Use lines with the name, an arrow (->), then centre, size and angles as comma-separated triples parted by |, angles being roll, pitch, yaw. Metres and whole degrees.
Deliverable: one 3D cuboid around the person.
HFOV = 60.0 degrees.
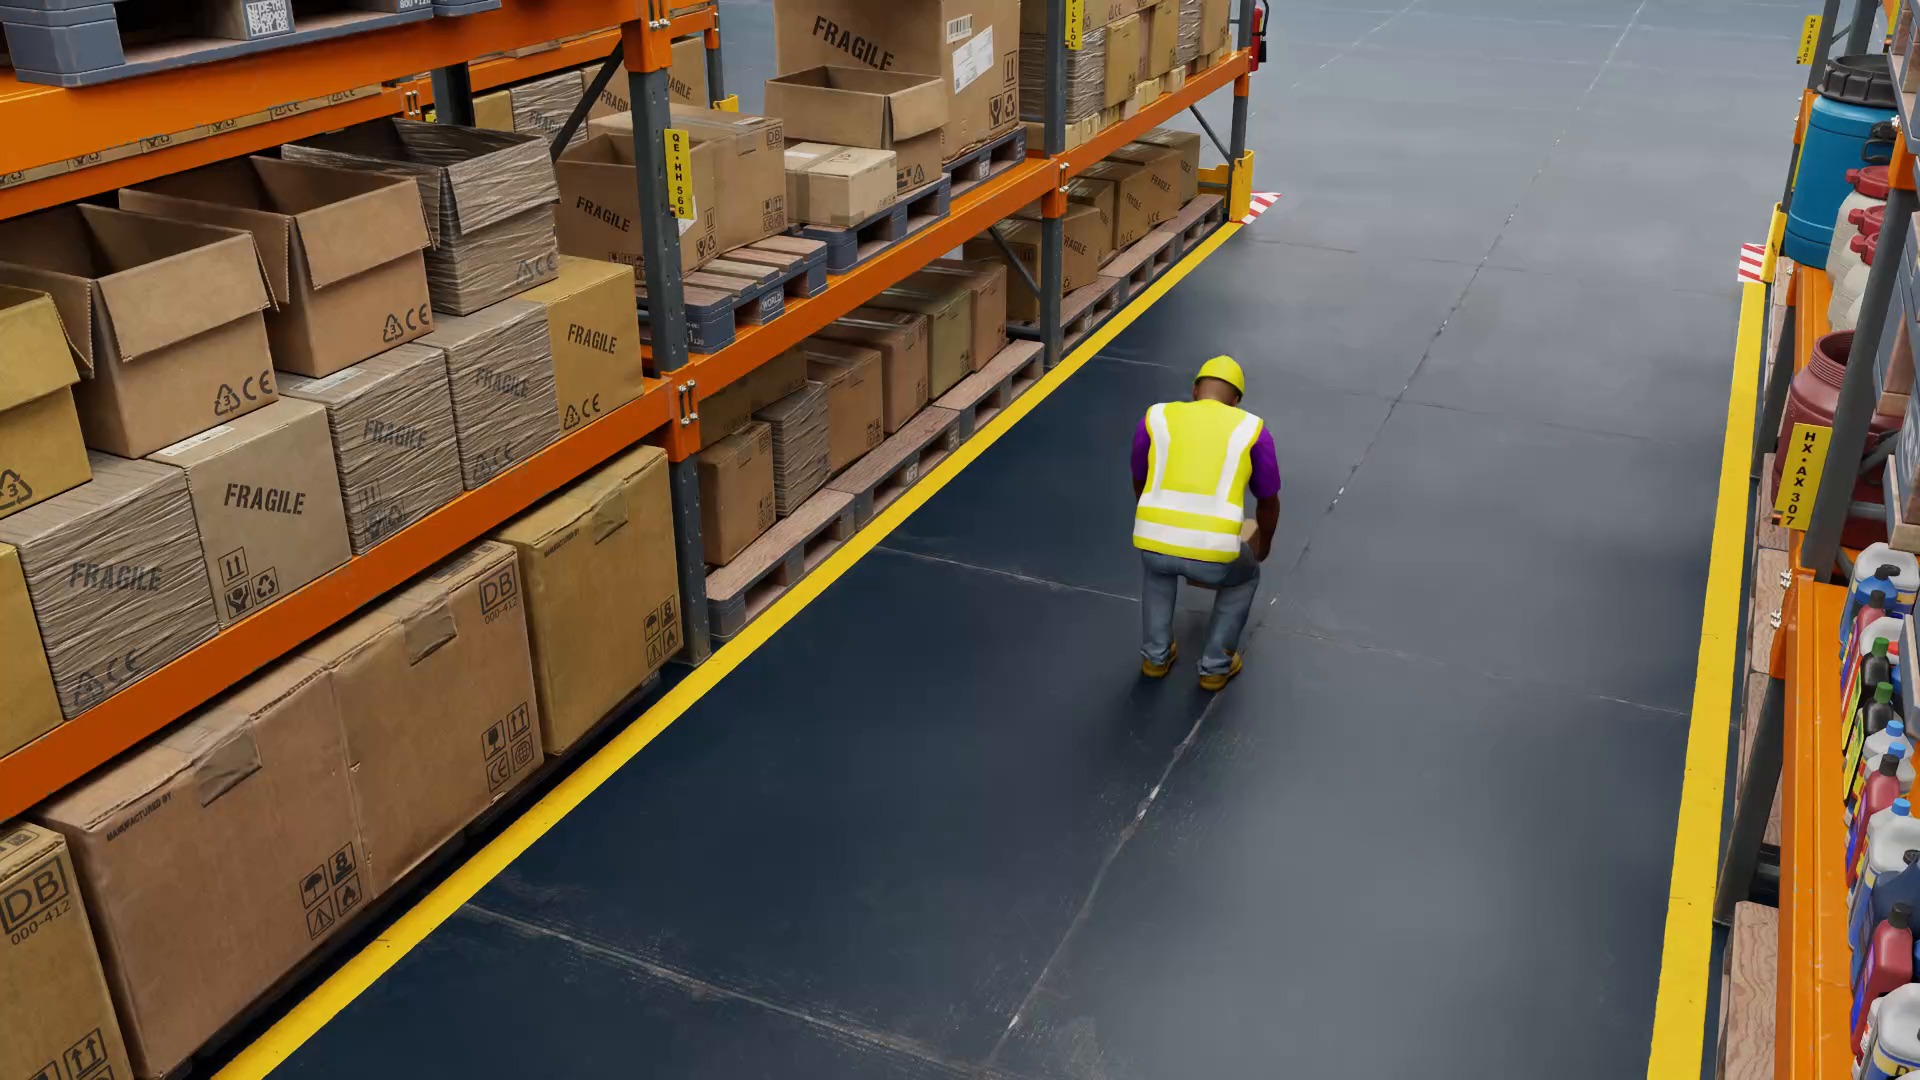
person -> 0.952, -0.064, 6.796 | 0.626, 1.260, 0.823 | 11, 28, 22
